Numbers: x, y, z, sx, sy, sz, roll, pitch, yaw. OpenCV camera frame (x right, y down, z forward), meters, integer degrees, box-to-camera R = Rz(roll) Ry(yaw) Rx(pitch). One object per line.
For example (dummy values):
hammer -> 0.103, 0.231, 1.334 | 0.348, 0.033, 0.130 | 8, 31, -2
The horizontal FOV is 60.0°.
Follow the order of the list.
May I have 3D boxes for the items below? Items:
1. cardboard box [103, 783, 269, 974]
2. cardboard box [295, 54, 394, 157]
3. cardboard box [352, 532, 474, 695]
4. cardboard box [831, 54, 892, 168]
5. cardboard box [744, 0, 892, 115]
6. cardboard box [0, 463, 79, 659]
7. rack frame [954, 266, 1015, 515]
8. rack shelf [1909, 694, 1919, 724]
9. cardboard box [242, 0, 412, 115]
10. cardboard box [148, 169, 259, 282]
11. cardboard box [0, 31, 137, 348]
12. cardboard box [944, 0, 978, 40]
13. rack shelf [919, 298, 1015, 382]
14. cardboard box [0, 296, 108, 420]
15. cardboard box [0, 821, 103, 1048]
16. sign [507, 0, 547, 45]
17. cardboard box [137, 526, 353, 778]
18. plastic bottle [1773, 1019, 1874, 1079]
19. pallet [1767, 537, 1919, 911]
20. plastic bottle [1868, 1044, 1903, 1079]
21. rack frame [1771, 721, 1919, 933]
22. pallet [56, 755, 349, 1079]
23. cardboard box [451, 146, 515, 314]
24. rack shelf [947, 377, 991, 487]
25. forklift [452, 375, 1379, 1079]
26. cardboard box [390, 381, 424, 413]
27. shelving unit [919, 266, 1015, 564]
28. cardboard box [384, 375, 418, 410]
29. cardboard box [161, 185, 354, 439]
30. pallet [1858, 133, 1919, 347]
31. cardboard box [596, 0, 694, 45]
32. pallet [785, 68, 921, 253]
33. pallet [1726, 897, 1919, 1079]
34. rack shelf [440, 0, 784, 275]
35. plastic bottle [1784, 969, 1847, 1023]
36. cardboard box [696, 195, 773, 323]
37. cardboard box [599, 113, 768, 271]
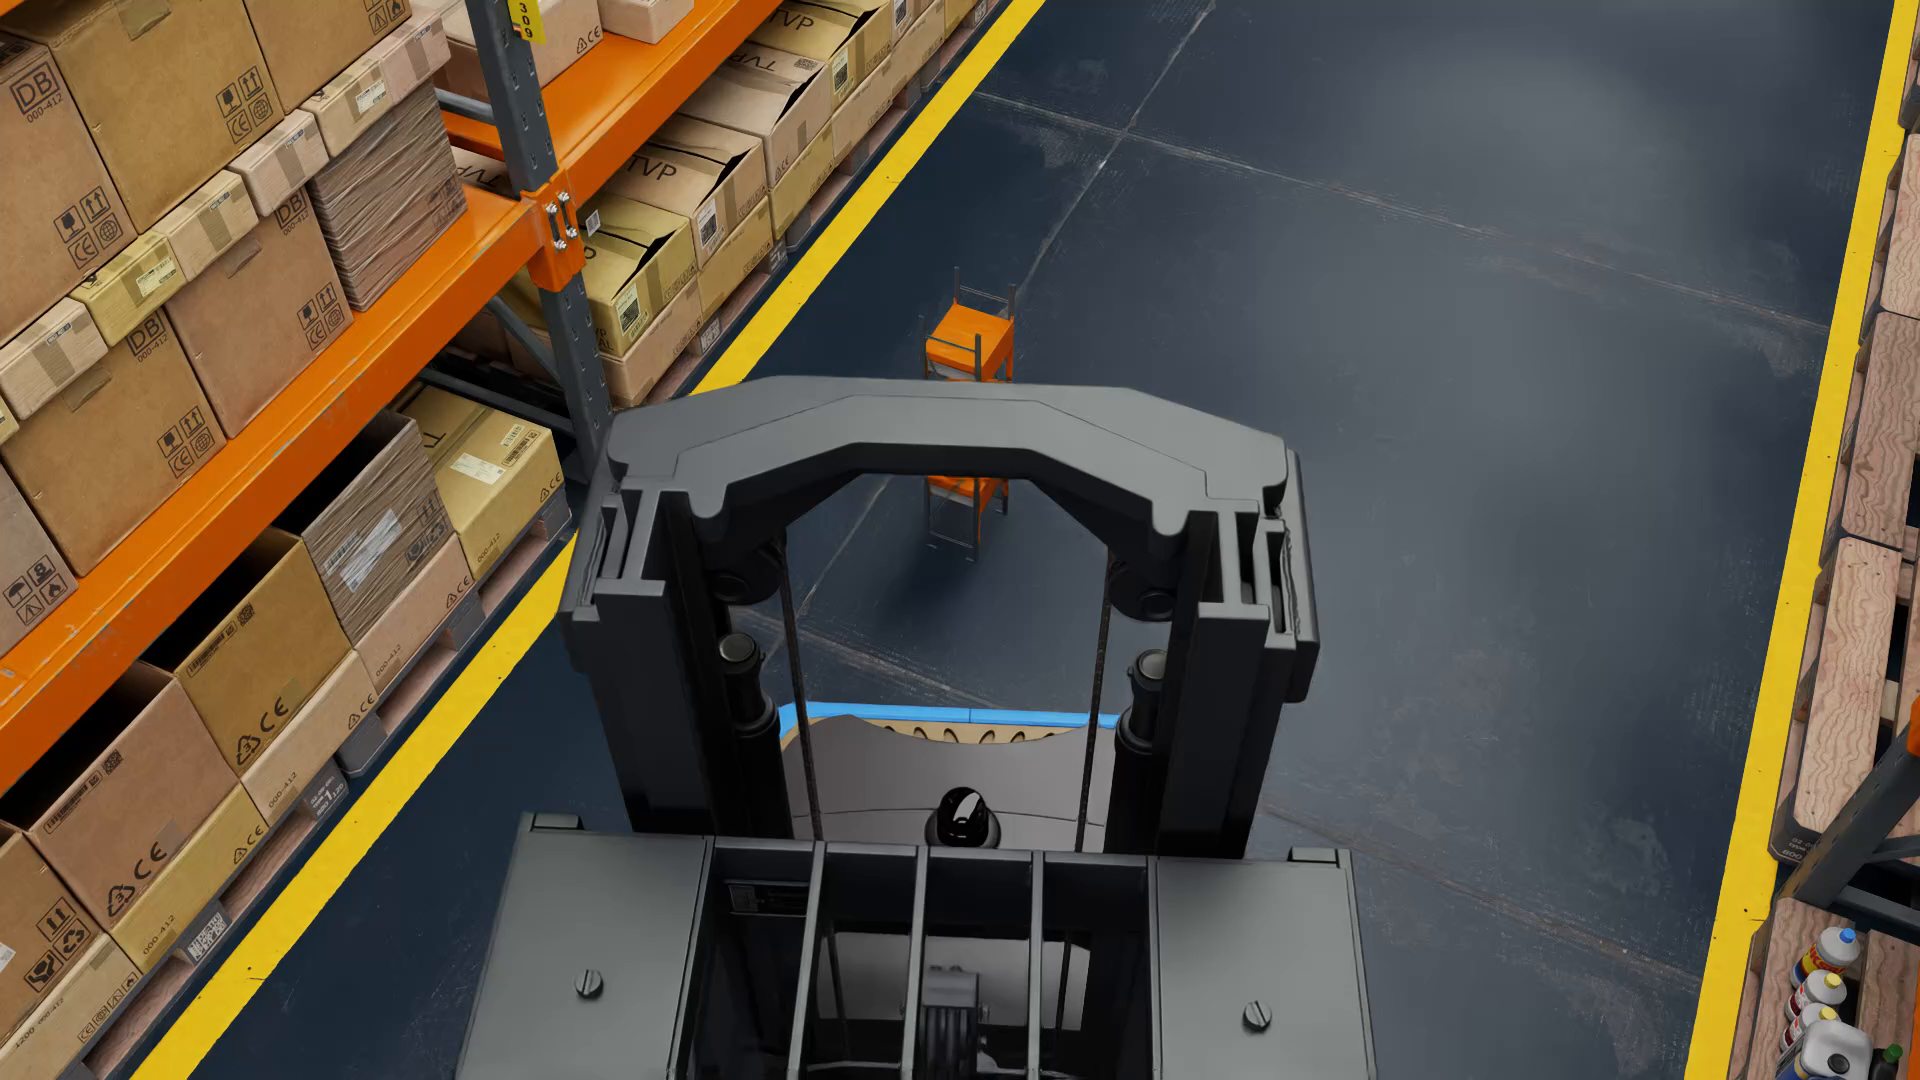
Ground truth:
cardboard box -> -2.307, 0.841, 4.595 | 0.500, 0.250, 0.500 | 20, 52, 16
cardboard box -> -1.701, -1.156, 4.272 | 0.380, 0.149, 0.250 | 19, 52, 15
cardboard box -> -1.894, 0.147, 5.185 | 0.500, 0.250, 0.500 | 20, 52, 16
cardboard box -> -0.618, -1.841, 6.876 | 0.500, 0.250, 0.500 | 21, 53, 17
cardboard box -> -0.614, -2.029, 6.668 | 0.500, 0.311, 0.500 | 21, 53, 17
cardboard box -> -2.510, -0.002, 3.716 | 0.700, 0.500, 0.500 | 21, 53, 17
rack frame -> 0.075, -0.461, 5.453 | 0.200, 1.050, 0.008 | 20, 52, 16
rack shelf -> 3.660, -0.869, 4.992 | 1.077, 0.370, 4.000 | 20, 52, 16
cardboard box -> -1.855, -1.485, 4.126 | 0.700, 0.500, 0.500 | 20, 52, 16
cardboard box -> -1.922, -0.793, 3.964 | 0.380, 0.149, 0.250 | 20, 52, 16
cardboard box -> -2.284, -0.792, 3.537 | 0.700, 0.500, 0.500 | 20, 52, 16
cardboard box -> -0.183, -2.541, 7.472 | 0.500, 0.250, 0.500 | 19, 52, 16
rack shelf -> 0.023, -0.554, 5.173 | 0.215, 0.259, 0.240 | 20, 52, 16
cardboard box -> -2.137, -0.451, 3.673 | 0.380, 0.149, 0.250 | 21, 53, 17
cardboard box -> -2.536, 0.937, 4.021 | 0.500, 0.500, 0.500 | 20, 52, 16
sign -> -1.169, -1.466, 4.408 | 0.100, 0.325, 0.005 | 20, 52, 16
cardboard box -> -2.106, 0.249, 4.606 | 0.500, 0.500, 0.500 | 20, 52, 16
plastic bottle -> 2.160, 1.323, 4.154 | 0.152, 0.276, 0.135 | 22, 53, 17
pallet -> 3.106, 0.625, 5.080 | 1.003, 0.211, 1.213 | 20, 52, 16
plastic bottle -> 2.257, 1.355, 4.122 | 0.061, 0.283, 0.133 | 20, 52, 16
rack frame -> 2.806, 0.275, 3.547 | 1.000, 3.000, 0.127 | 20, 52, 16
pallet -> -2.569, 0.941, 4.810 | 1.003, 0.211, 1.213 | 20, 52, 16
cardboard box -> -1.757, -1.138, 5.911 | 0.500, 0.311, 0.500 | 20, 52, 16
rack shelf -> 0.023, -0.370, 5.390 | 0.215, 0.259, 0.240 | 20, 52, 16
forklift -> -0.051, 1.275, 2.740 | 1.130, 2.935, 3.031 | 2, 50, 2
cardboard box -> -2.143, -0.364, 5.620 | 0.500, 0.250, 0.500 | 20, 52, 16
shelving unit -> 0.023, -0.377, 5.382 | 0.215, 1.050, 0.252 | 20, 52, 16
cardboard box -> -2.152, -0.610, 5.337 | 0.500, 0.500, 0.500 | 20, 52, 16
cardboard box -> -2.074, -0.699, 4.310 | 0.700, 0.500, 0.500 | 19, 52, 16
pallet -> 4.149, -1.055, 6.509 | 1.003, 0.211, 1.213 | 20, 52, 16
cardboard box -> -1.108, -1.802, 5.478 | 0.380, 0.149, 0.250 | 20, 52, 16
pallet -> -0.872, -1.799, 7.142 | 1.003, 0.211, 1.213 | 20, 52, 16
pallet -> 2.481, 1.627, 4.227 | 1.003, 0.211, 1.213 | 20, 52, 16
rack shelf -> -0.817, -2.484, 6.366 | 1.077, 0.370, 4.000 | 20, 52, 16
plastic bottle -> 2.230, 1.186, 4.320 | 0.097, 0.201, 0.097 | 0, 50, 0
cardboard box -> -1.055, -1.133, 6.274 | 0.500, 0.250, 0.500 | 21, 53, 17
cardboard box -> -1.051, -1.313, 6.059 | 0.500, 0.311, 0.500 | 19, 52, 16
